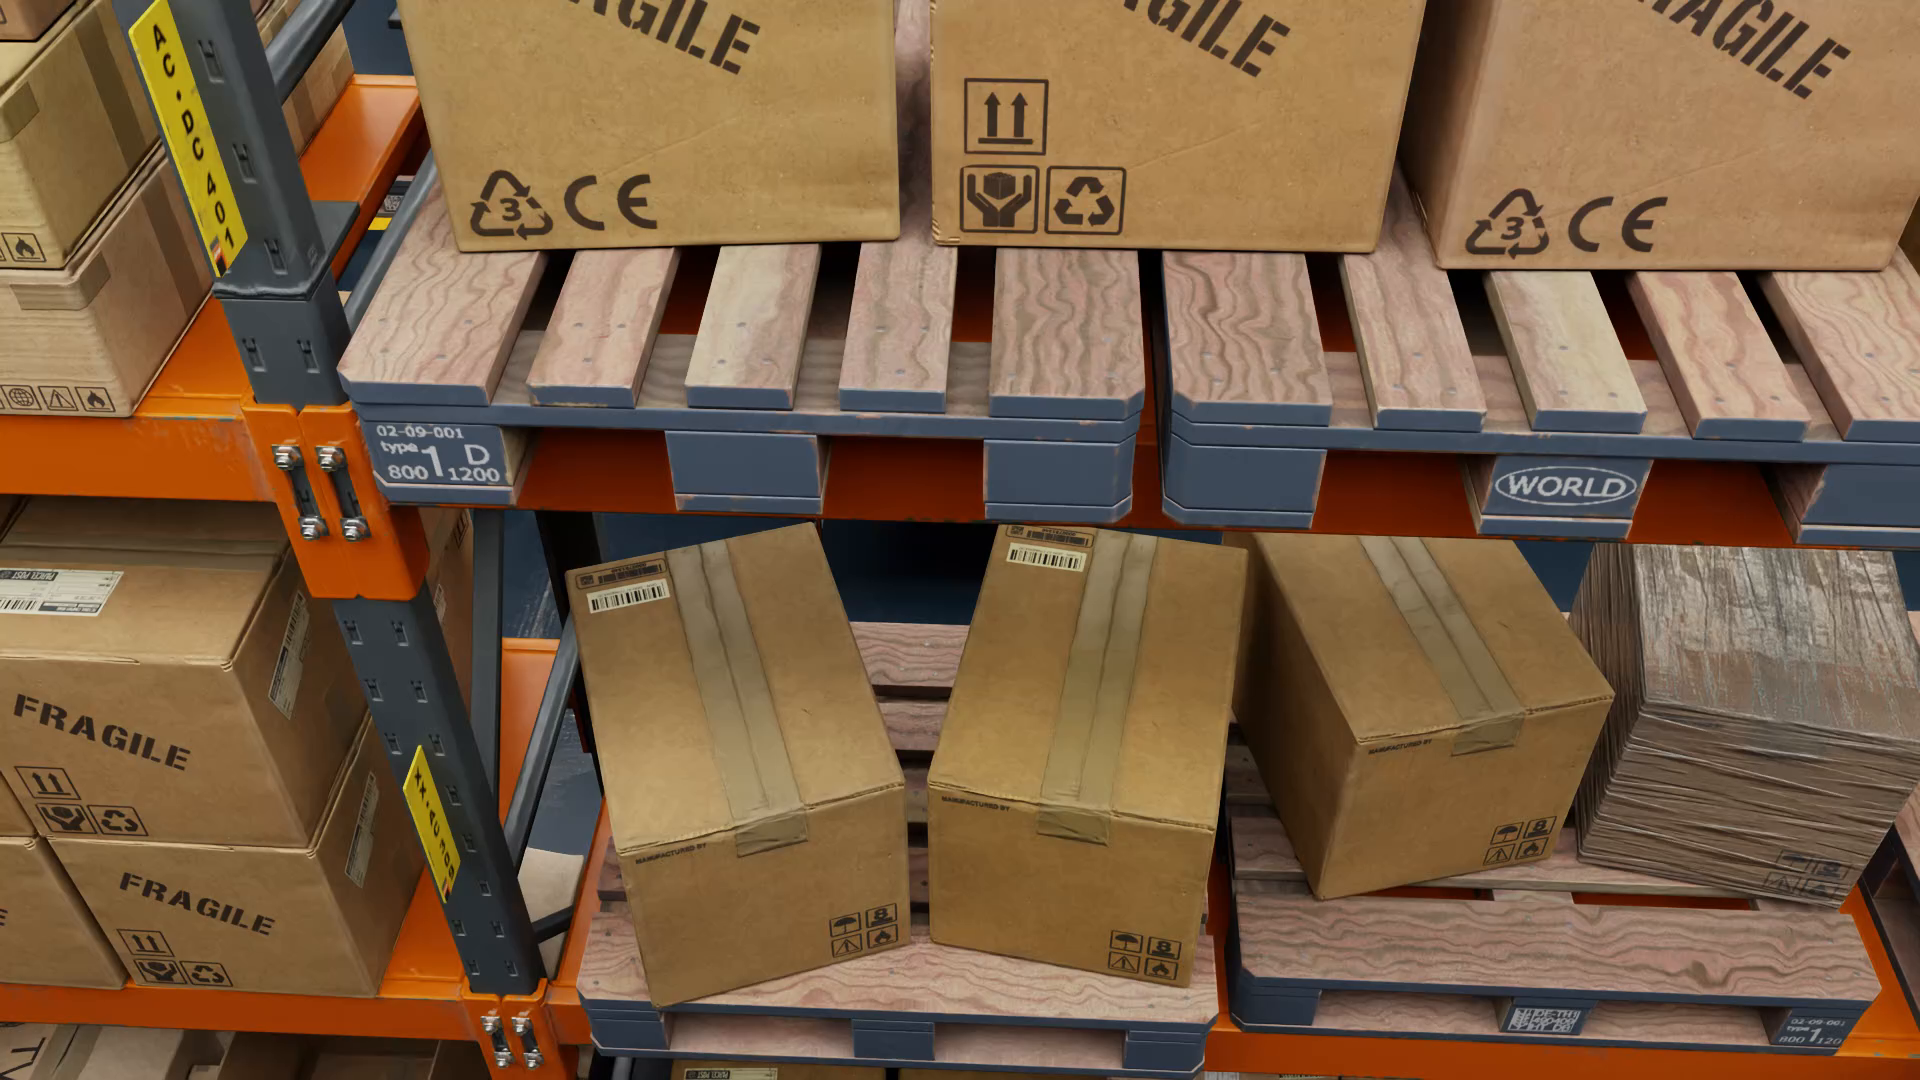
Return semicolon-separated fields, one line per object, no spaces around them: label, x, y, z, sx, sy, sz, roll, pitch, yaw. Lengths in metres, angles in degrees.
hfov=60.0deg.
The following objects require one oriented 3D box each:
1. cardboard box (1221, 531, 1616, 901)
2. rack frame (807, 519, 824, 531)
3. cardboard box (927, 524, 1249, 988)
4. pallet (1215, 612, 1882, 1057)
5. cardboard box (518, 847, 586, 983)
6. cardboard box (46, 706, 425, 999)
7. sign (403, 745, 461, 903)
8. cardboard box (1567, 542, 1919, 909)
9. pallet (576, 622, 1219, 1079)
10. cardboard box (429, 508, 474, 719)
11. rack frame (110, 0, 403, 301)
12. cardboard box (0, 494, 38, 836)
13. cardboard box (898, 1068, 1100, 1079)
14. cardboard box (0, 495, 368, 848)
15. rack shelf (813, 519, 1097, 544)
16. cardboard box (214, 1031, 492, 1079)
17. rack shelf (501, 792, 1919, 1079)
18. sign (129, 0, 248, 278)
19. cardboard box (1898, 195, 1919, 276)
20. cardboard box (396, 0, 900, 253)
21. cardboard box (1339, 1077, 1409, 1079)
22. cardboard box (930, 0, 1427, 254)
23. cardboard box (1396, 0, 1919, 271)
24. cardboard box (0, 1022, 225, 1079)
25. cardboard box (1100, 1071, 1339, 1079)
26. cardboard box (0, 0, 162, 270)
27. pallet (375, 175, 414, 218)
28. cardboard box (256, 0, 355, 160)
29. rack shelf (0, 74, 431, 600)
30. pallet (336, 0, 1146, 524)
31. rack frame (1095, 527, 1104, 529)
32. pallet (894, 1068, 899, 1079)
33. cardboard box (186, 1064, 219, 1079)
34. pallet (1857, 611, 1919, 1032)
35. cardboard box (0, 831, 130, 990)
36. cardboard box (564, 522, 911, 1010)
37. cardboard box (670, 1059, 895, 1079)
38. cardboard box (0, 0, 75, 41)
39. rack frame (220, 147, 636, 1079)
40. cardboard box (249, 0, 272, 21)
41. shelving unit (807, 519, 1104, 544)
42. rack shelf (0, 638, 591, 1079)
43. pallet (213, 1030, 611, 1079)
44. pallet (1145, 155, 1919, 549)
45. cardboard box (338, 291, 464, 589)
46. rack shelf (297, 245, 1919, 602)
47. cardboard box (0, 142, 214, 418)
cardboard box;0.872;0.263;3.385;0.500;0.500;0.700;-8;44;-9
rack frame;-0.515;-0.427;5.884;0.032;1.125;0.500;2;43;2
cardboard box;0.257;0.396;3.243;0.500;0.500;0.700;8;44;9
pallet;1.157;0.578;3.570;1.213;0.211;1.003;2;43;2
cardboard box;-1.305;1.104;4.514;0.500;0.311;0.500;2;43;2
cardboard box;-1.407;0.564;3.370;0.500;0.500;0.500;2;43;3
sign;-0.913;0.494;2.884;0.005;0.325;0.100;2;43;2
cardboard box;1.561;0.273;3.375;0.500;0.500;0.700;9;44;10
pallet;-0.103;0.611;3.535;1.213;0.211;1.003;2;43;2
cardboard box;-1.393;0.204;3.757;0.500;0.500;0.500;3;43;3
rack frame;-0.896;-1.754;1.531;0.127;3.000;1.000;2;43;2
cardboard box;-1.925;0.186;3.043;0.500;0.500;0.500;1;43;1
cardboard box;0.110;1.385;4.074;0.500;0.500;0.500;2;43;2
cardboard box;-1.413;0.200;3.028;0.500;0.500;0.500;2;43;2
rack shelf;-0.007;-0.233;6.033;1.000;0.278;0.538;2;43;2
cardboard box;-1.478;1.371;4.089;0.500;0.500;0.500;2;43;2
rack shelf;1.102;0.766;3.755;4.000;0.370;1.077;2;43;2
sign;-0.913;-0.476;1.980;0.005;0.325;0.100;2;43;2
cardboard box;1.634;-0.592;2.411;0.500;0.500;0.910;2;43;2
cardboard box;-0.396;-0.817;2.271;0.600;0.600;0.600;-2;43;-2
cardboard box;1.076;1.147;3.779;0.500;0.250;0.500;1;43;1
cardboard box;0.273;-0.812;2.266;0.600;0.600;0.600;1;43;1
cardboard box;0.937;-0.778;2.229;0.600;0.600;0.600;0;43;0
cardboard box;-2.227;1.417;4.178;0.500;0.311;0.500;2;43;2
cardboard box;0.575;1.132;3.795;0.500;0.250;0.500;2;43;2
cardboard box;-1.394;-0.614;2.251;0.500;0.250;0.500;2;43;2
pallet;-2.627;-1.943;8.181;1.213;0.211;1.003;2;43;2
cardboard box;-1.371;-0.785;2.801;0.500;0.250;0.500;2;43;2
rack shelf;-2.894;-0.454;2.864;4.000;0.370;1.077;2;43;2
pallet;-0.248;-0.519;2.544;1.003;0.211;1.213;2;43;2
rack frame;0.501;-0.396;5.850;0.032;1.125;0.500;2;43;2
pallet;-0.082;1.461;4.527;1.213;0.211;1.003;2;43;2
cardboard box;-1.855;1.529;4.177;0.250;0.149;0.380;2;43;2
pallet;2.420;0.661;3.480;1.003;0.211;1.213;2;43;2
cardboard box;-1.922;0.549;3.386;0.500;0.500;0.500;3;43;3
cardboard box;-0.433;0.418;3.219;0.500;0.500;0.700;-12;44;-12
cardboard box;-0.424;1.376;4.084;0.500;0.500;0.500;0;43;0
cardboard box;-1.383;-1.047;2.166;0.500;0.500;0.700;2;43;2
rack frame;-0.896;0.441;3.575;0.127;3.000;1.000;2;43;2
cardboard box;-1.370;-0.968;2.631;0.500;0.250;0.500;2;43;2
shelving unit;-0.007;-0.412;5.867;1.048;1.125;0.538;2;43;2
rack shelf;-2.894;0.643;3.887;4.000;0.370;1.077;2;43;2
pallet;-1.582;1.440;4.549;1.213;0.211;1.003;2;43;2
pallet;0.789;-0.490;2.512;1.003;0.211;1.213;2;43;2
cardboard box;-1.354;-0.167;3.422;0.500;0.500;0.500;3;43;3
rack shelf;1.102;-0.331;2.732;4.000;0.370;1.077;2;43;2
cardboard box;-1.394;-0.435;2.426;0.500;0.250;0.500;2;43;2
